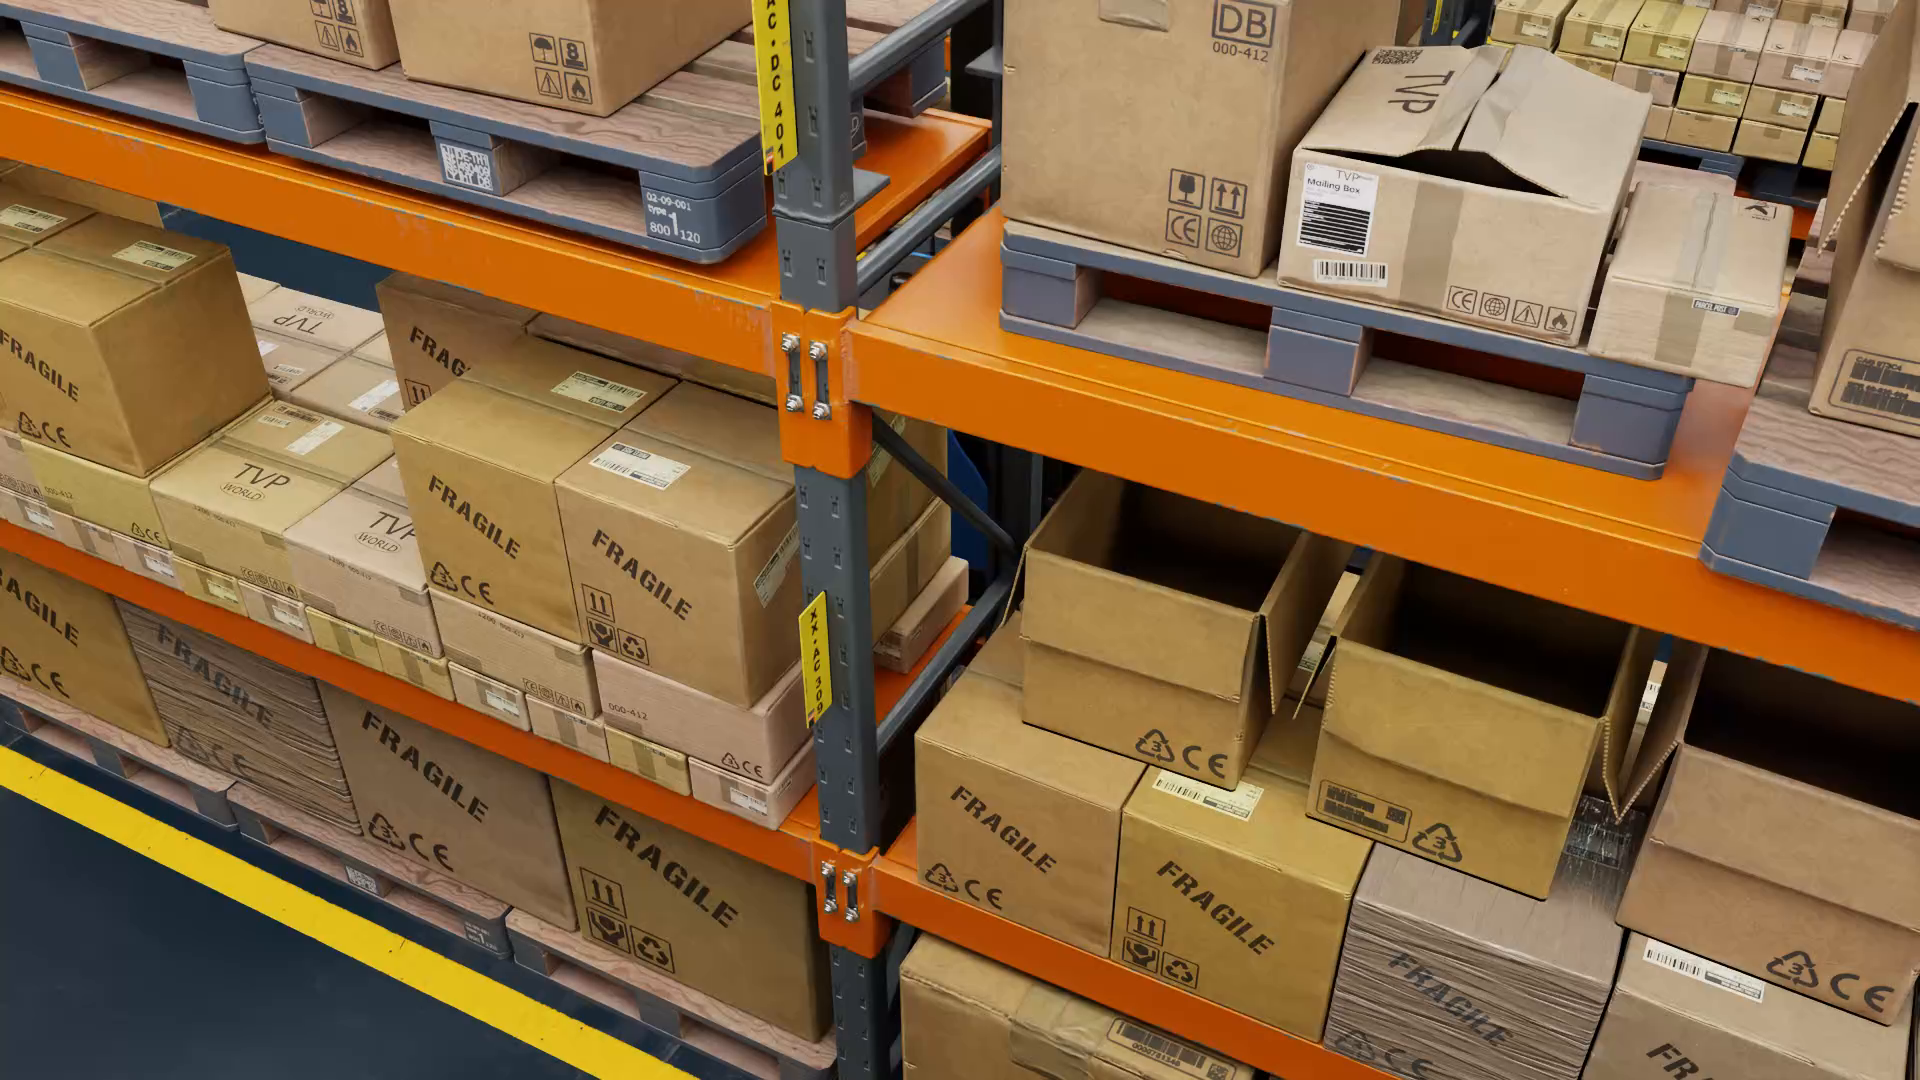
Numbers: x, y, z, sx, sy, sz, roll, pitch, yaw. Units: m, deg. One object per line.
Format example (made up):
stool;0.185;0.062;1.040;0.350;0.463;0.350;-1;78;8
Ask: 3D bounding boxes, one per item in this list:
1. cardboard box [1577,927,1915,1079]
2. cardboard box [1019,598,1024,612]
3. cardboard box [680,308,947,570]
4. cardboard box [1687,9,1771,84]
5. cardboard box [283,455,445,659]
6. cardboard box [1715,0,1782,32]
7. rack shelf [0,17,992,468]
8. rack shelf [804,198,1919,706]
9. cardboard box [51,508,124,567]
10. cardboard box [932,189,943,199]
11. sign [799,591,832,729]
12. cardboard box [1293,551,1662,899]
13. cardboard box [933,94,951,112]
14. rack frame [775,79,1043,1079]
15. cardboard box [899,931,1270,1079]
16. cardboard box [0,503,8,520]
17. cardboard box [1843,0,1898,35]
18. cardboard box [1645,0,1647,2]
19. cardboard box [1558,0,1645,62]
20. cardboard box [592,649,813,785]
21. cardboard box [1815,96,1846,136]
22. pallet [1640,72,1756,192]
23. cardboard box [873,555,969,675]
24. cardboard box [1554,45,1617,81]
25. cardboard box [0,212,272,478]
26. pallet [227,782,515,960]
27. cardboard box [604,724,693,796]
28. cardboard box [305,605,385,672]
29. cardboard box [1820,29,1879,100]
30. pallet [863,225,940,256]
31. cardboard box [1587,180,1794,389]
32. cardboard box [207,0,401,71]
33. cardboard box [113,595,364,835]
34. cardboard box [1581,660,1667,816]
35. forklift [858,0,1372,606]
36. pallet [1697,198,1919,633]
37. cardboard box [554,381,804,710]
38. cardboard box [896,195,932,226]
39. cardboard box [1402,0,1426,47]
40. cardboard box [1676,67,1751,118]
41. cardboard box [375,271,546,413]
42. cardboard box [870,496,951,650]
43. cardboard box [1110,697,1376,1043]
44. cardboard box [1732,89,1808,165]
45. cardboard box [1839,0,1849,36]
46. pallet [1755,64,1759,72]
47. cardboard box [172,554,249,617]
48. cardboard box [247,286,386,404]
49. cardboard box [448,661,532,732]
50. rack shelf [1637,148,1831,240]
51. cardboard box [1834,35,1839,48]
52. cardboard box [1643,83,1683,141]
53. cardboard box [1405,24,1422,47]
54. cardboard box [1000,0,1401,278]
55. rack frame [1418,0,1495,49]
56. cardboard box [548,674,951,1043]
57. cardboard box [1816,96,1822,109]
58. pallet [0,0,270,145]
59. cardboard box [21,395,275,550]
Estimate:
cardboard box;1.585;0.985;3.388;0.500;0.500;0.500;18;41;22
cardboard box;0.480;0.287;4.308;0.500;0.500;0.500;18;41;22
cardboard box;-0.369;-0.284;4.401;0.500;0.500;0.500;17;41;21
cardboard box;3.145;-2.021;6.800;0.250;0.149;0.380;17;40;21
cardboard box;-1.488;0.019;4.623;0.500;0.250;0.500;18;41;22
cardboard box;3.457;-2.369;7.258;0.250;0.149;0.380;17;40;21
rack shelf;-1.837;-1.121;4.360;4.000;0.370;1.077;17;41;21
rack shelf;1.715;-0.009;2.895;4.000;0.370;1.077;17;41;21
cardboard box;-2.536;-0.108;5.119;0.250;0.149;0.380;17;40;21
cardboard box;0.037;-1.991;9.156;0.250;0.149;0.380;15;40;19
sign;-0.315;0.266;3.638;0.005;0.325;0.100;17;41;21
cardboard box;1.114;0.274;3.495;0.637;0.503;0.797;18;41;22
cardboard box;0.030;-2.451;9.516;0.250;0.149;0.380;16;40;20
rack frame;-0.061;0.344;4.317;0.127;3.000;1.000;17;41;21
cardboard box;0.516;1.190;4.612;0.875;0.875;1.225;18;41;22
cardboard box;-2.994;-0.251;5.308;0.250;0.149;0.380;16;40;20
cardboard box;3.913;-2.226;7.070;0.250;0.149;0.380;16;40;19
cardboard box;2.995;-2.514;7.450;0.250;0.149;0.380;16;40;20
cardboard box;2.698;-2.165;6.989;0.250;0.149;0.380;19;41;23
cardboard box;-0.574;0.303;4.248;0.500;0.250;0.500;17;40;21
cardboard box;3.615;-1.758;6.700;0.250;0.149;0.380;17;40;21
pallet;2.921;-1.924;7.463;1.213;0.211;1.003;17;41;21
cardboard box;-0.171;0.183;4.736;0.250;0.149;0.380;17;41;22
cardboard box;2.679;-2.050;7.084;0.250;0.149;0.380;17;40;21
cardboard box;-2.404;-0.568;4.775;0.500;0.500;0.500;16;40;20
pallet;-1.788;0.862;5.940;1.213;0.211;1.003;17;41;21
cardboard box;-0.712;0.463;4.367;0.250;0.149;0.380;18;41;22
cardboard box;-1.624;0.178;4.743;0.250;0.149;0.380;17;40;21
cardboard box;3.596;-1.880;6.614;0.250;0.149;0.380;19;41;23
pallet;-0.470;-2.027;9.746;1.213;0.211;1.003;17;41;21
cardboard box;1.192;-0.424;2.707;0.250;0.149;0.380;16;40;20
cardboard box;-1.259;-1.435;3.667;0.500;0.500;0.700;19;41;24
cardboard box;-2.200;0.298;5.786;0.875;0.875;0.875;17;41;21
cardboard box;1.383;0.570;3.936;0.500;0.500;0.500;17;40;21
forklift;0.779;-0.944;6.069;3.031;2.935;1.130;16;40;20
pallet;1.900;-0.124;2.607;1.213;0.211;1.003;19;41;24
cardboard box;-0.592;0.002;4.024;0.500;0.500;0.500;19;41;23
cardboard box;-0.254;-1.894;9.274;0.250;0.149;0.380;18;41;22
cardboard box;1.986;-2.723;8.027;0.500;0.500;0.500;17;40;21
cardboard box;3.139;-1.906;6.894;0.250;0.149;0.380;16;40;20
cardboard box;-1.267;-0.568;4.775;0.500;0.500;0.500;16;40;20
cardboard box;-0.358;0.014;4.629;0.500;0.250;0.500;17;40;21
cardboard box;0.679;0.705;3.757;0.500;0.500;0.500;17;41;22
cardboard box;3.365;-1.716;6.890;0.250;0.149;0.380;16;40;20
cardboard box;5.889;-3.922;11.345;0.875;0.875;0.875;19;41;23
pallet;5.216;-3.692;11.940;1.213;0.211;1.003;17;41;21
cardboard box;-2.083;0.034;4.932;0.250;0.149;0.380;16;40;20
cardboard box;-2.159;-0.552;5.375;0.500;0.250;0.500;16;40;20
cardboard box;-1.168;0.320;4.555;0.250;0.149;0.380;18;41;22
rack shelf;4.085;-1.449;7.273;4.000;0.370;1.077;17;41;21
cardboard box;3.682;-2.183;7.259;0.250;0.149;0.380;15;40;19
cardboard box;2.917;-1.857;7.075;0.250;0.149;0.380;18;41;22
cardboard box;2.208;-2.446;8.199;0.250;0.149;0.380;19;41;23
cardboard box;0.458;-0.902;3.047;0.500;0.500;0.700;18;41;23
rack frame;2.310;-2.291;7.788;0.127;3.000;1.000;17;41;21
cardboard box;-0.610;0.796;5.130;0.875;0.875;0.875;17;41;21
cardboard box;3.912;-1.994;7.256;0.250;0.149;0.380;19;41;23
pallet;-1.862;-1.389;4.191;1.213;0.211;1.003;17;41;21
cardboard box;-2.402;-0.266;4.998;0.500;0.250;0.500;16;40;20
